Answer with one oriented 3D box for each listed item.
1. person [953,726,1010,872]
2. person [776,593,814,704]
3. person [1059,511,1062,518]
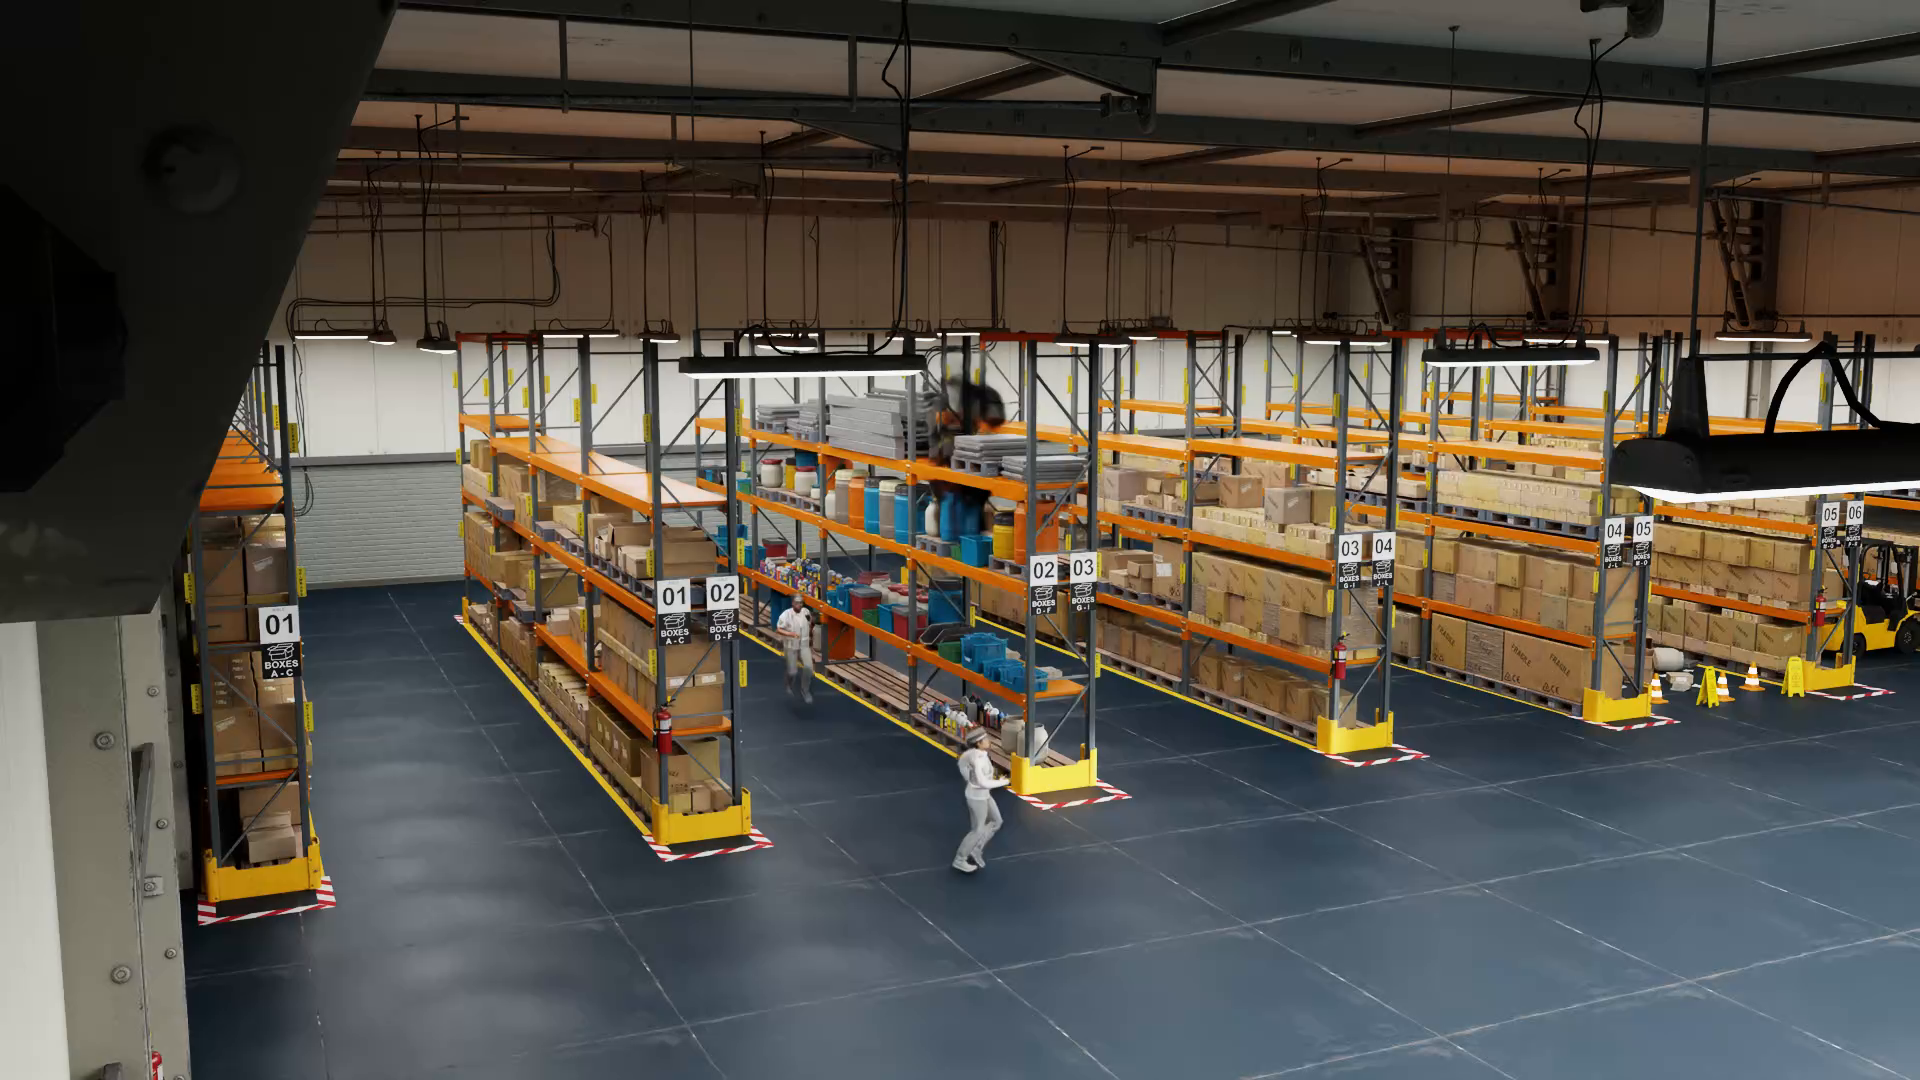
[{"bbox_3d":[0.239,2.949,18.941,0.650,1.698,0.649,0,8,-2],"label":"person"},{"bbox_3d":[-2.628,1.704,26.590,0.645,1.769,0.802,-3,8,-21],"label":"person"},{"bbox_3d":[2.223,0.064,39.930,0.716,1.765,0.987,2,8,17],"label":"person"}]
